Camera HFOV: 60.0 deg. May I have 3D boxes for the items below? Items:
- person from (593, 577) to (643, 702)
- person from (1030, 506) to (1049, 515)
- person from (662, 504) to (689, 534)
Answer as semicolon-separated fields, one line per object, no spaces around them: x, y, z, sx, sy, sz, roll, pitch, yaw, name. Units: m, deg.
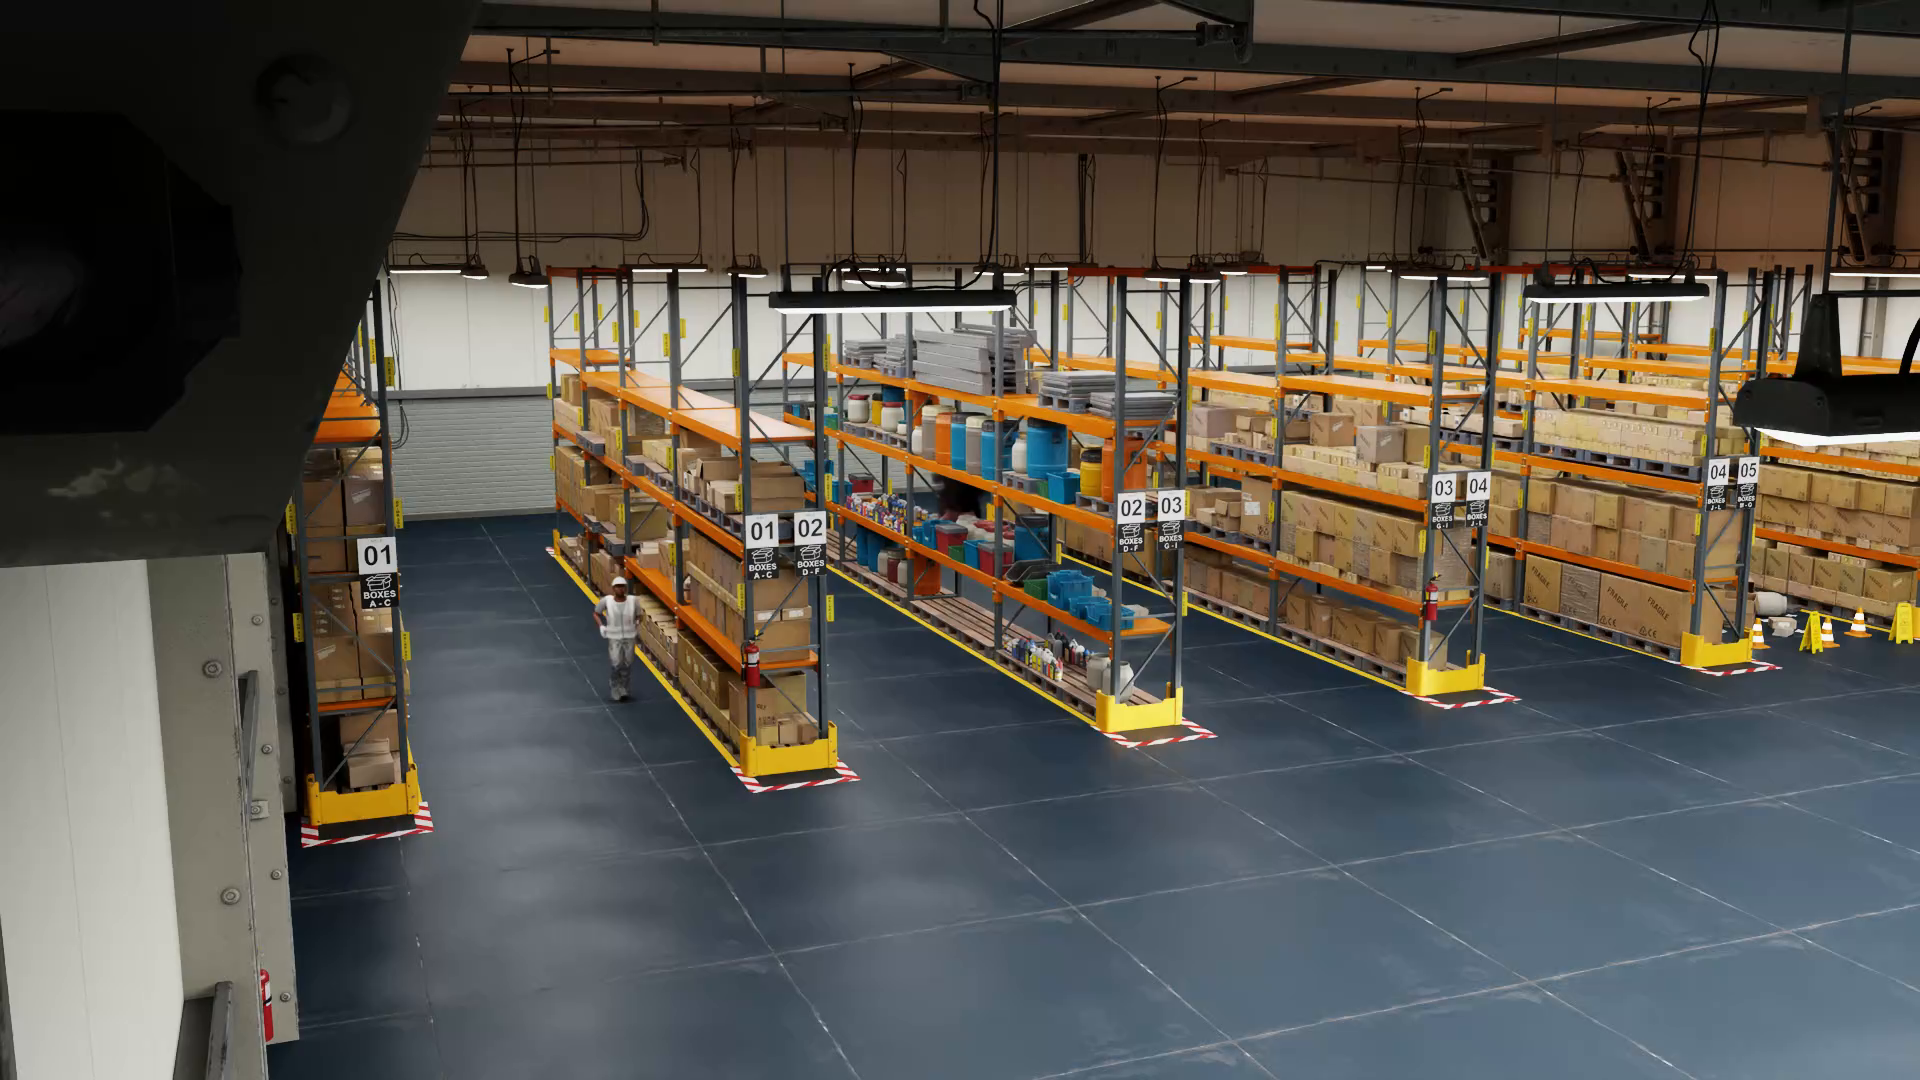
-4.782;1.410;23.481;0.663;1.784;0.648;-4;11;-23;person
1.703;-0.479;33.329;0.693;1.789;0.942;-6;11;-30;person
-6.099;-0.567;35.168;0.677;1.655;0.538;-5;11;-27;person
